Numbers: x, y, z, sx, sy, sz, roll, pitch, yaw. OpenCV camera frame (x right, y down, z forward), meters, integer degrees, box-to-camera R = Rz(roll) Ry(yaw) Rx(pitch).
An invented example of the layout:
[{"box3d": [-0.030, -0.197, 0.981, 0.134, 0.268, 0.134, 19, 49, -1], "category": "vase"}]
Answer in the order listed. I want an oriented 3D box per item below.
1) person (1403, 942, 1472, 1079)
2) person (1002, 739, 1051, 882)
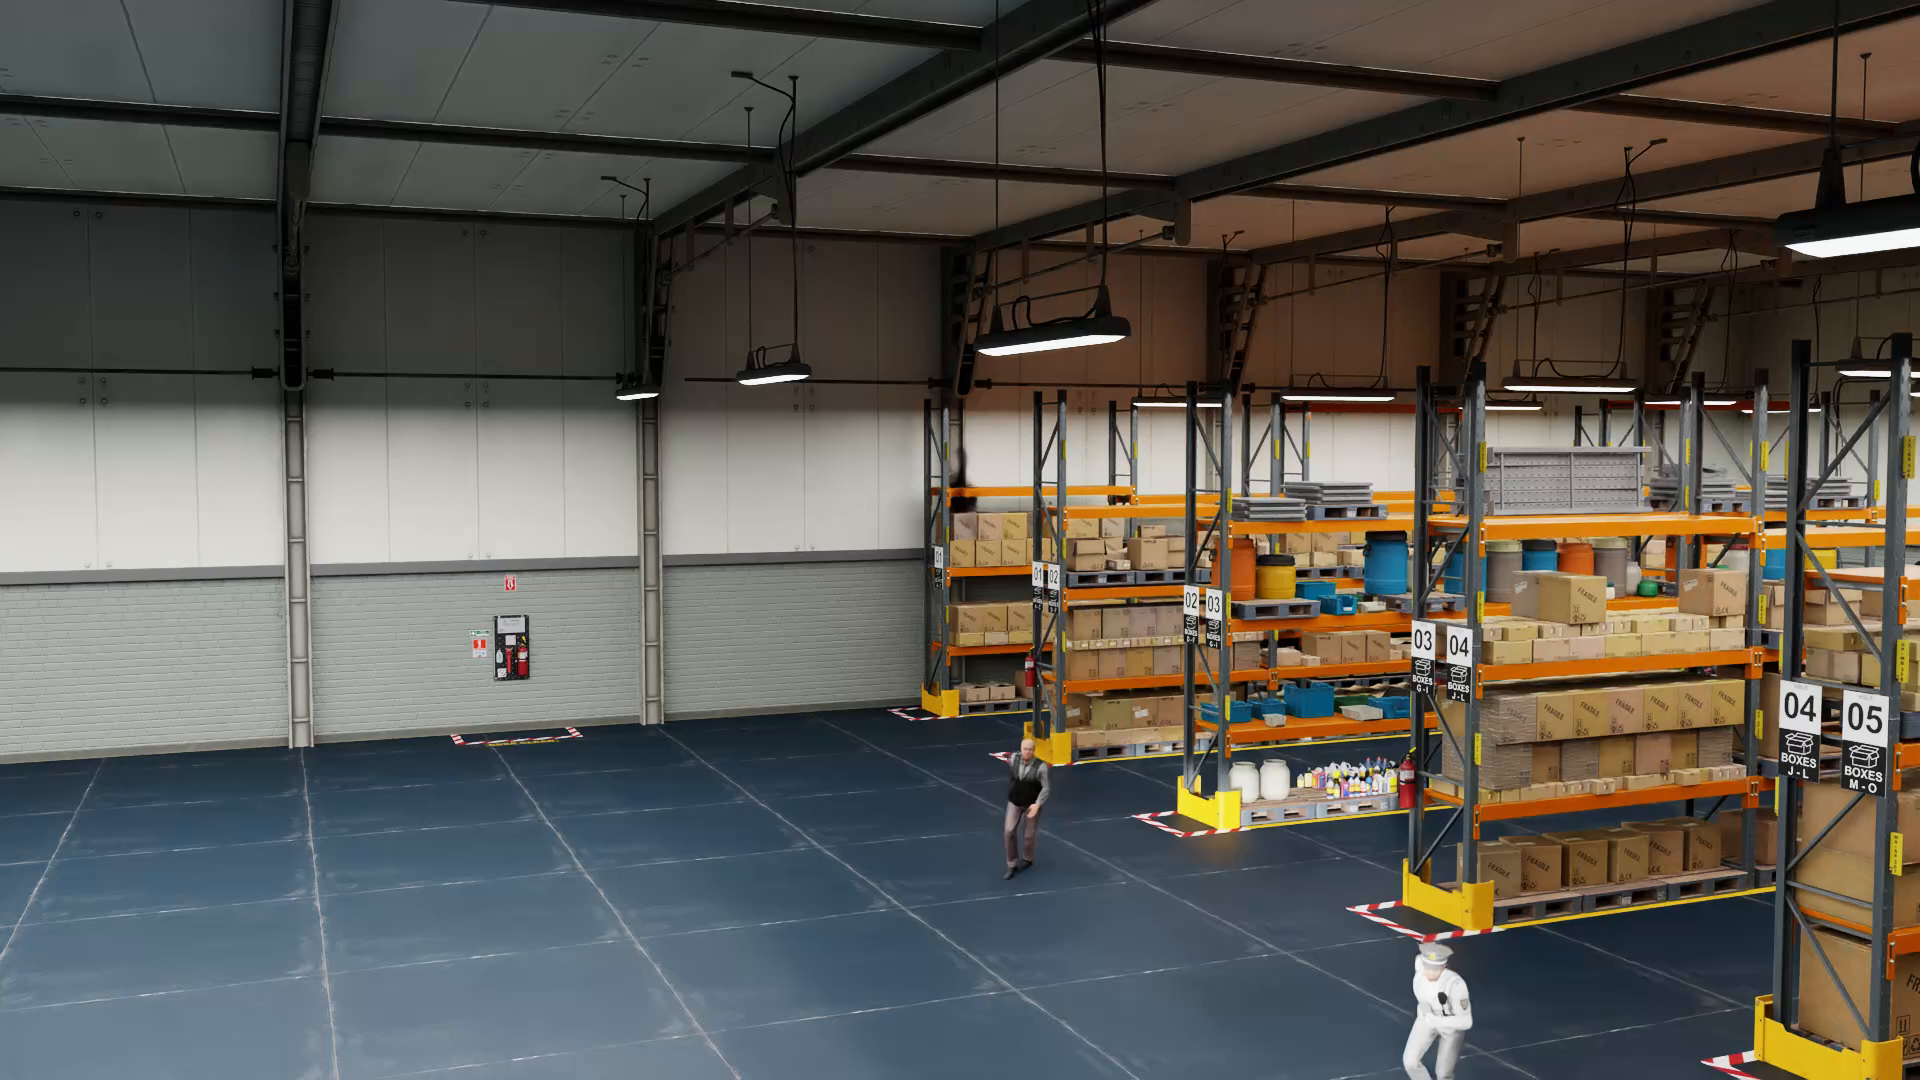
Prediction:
[{"box3d": [3.630, 3.680, 12.496, 0.561, 1.445, 1.021, 2, 4, 34], "category": "person"}, {"box3d": [0.843, 3.167, 19.832, 0.561, 1.676, 0.777, 1, 3, 15], "category": "person"}]
